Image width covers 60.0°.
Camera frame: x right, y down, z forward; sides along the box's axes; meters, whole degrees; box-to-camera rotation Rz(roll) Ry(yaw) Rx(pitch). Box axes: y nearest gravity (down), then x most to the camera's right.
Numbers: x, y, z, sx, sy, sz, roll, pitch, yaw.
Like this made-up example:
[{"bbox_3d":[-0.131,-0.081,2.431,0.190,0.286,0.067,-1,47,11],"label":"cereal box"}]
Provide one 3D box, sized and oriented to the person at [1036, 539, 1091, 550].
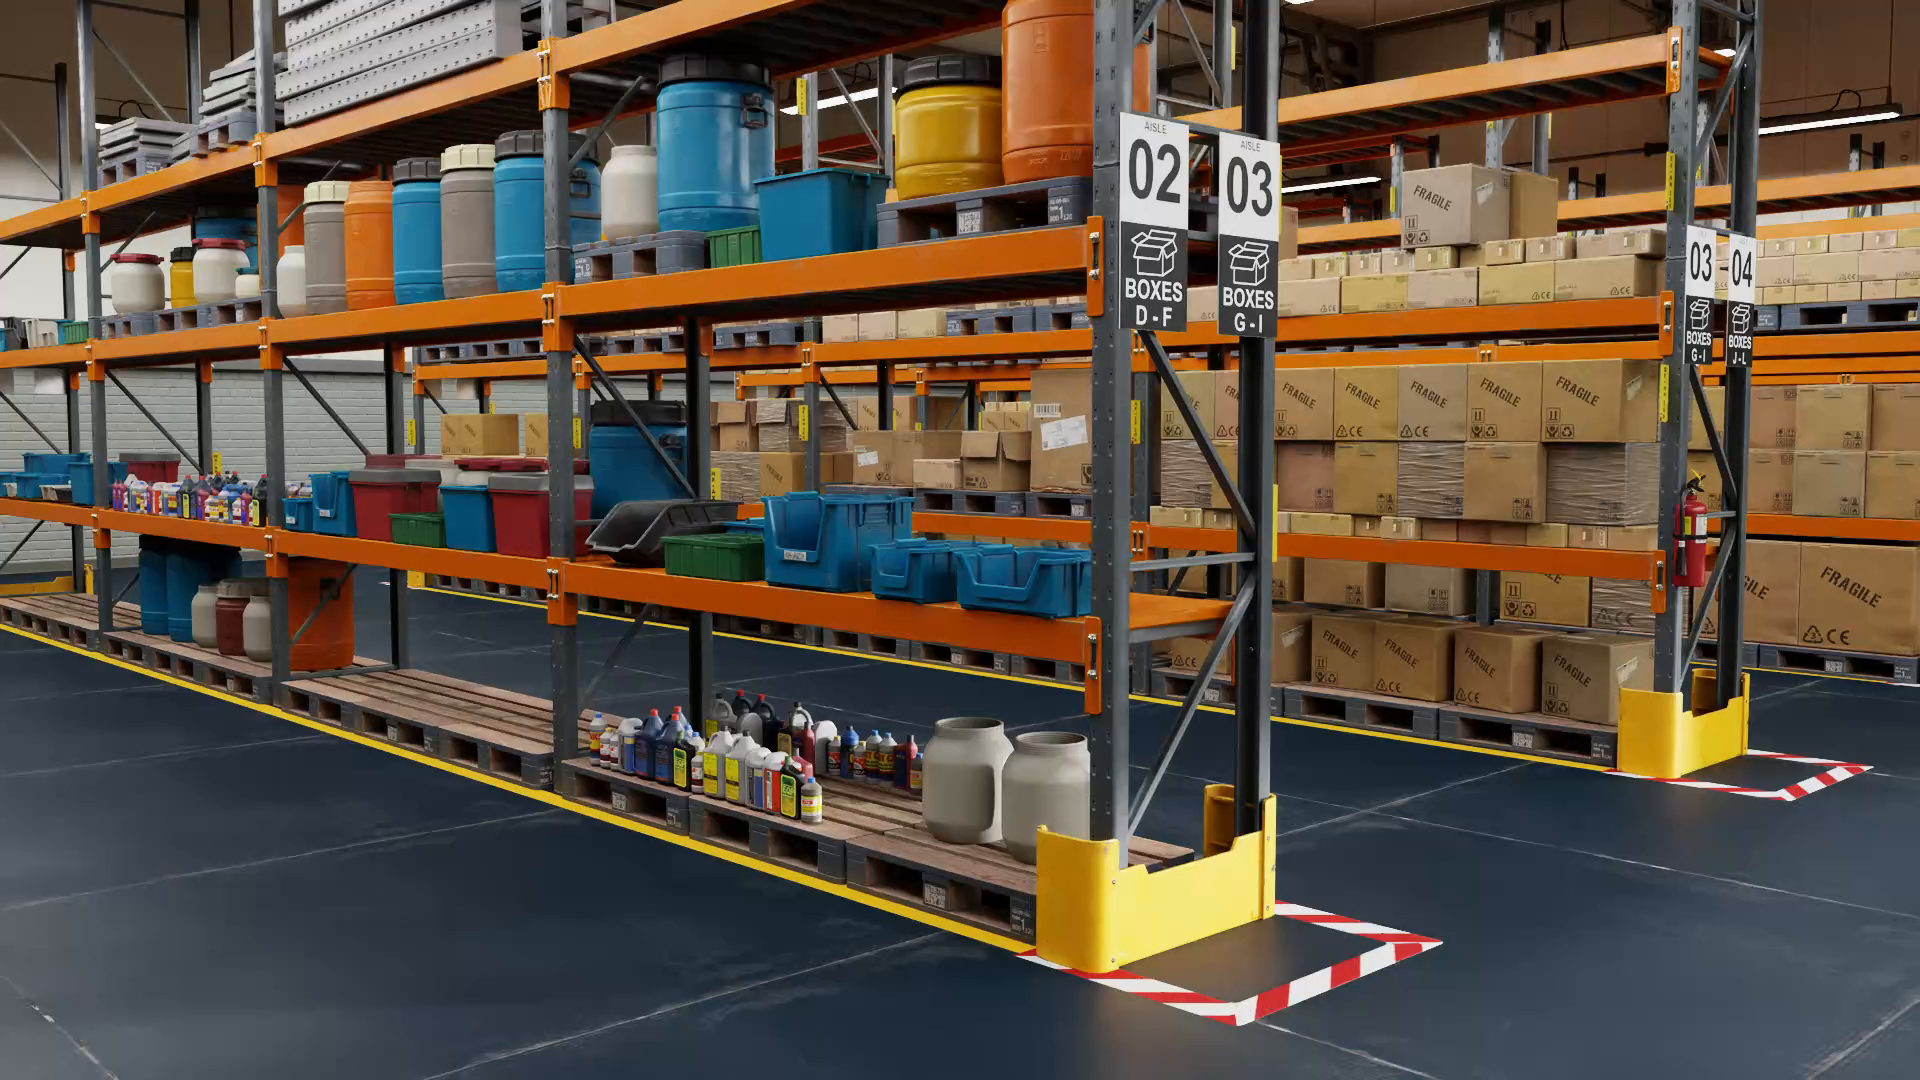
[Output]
[{"bbox_3d":[1.189,0.036,18.229,0.625,1.543,0.666,-4,5,-43],"label":"person"}]
